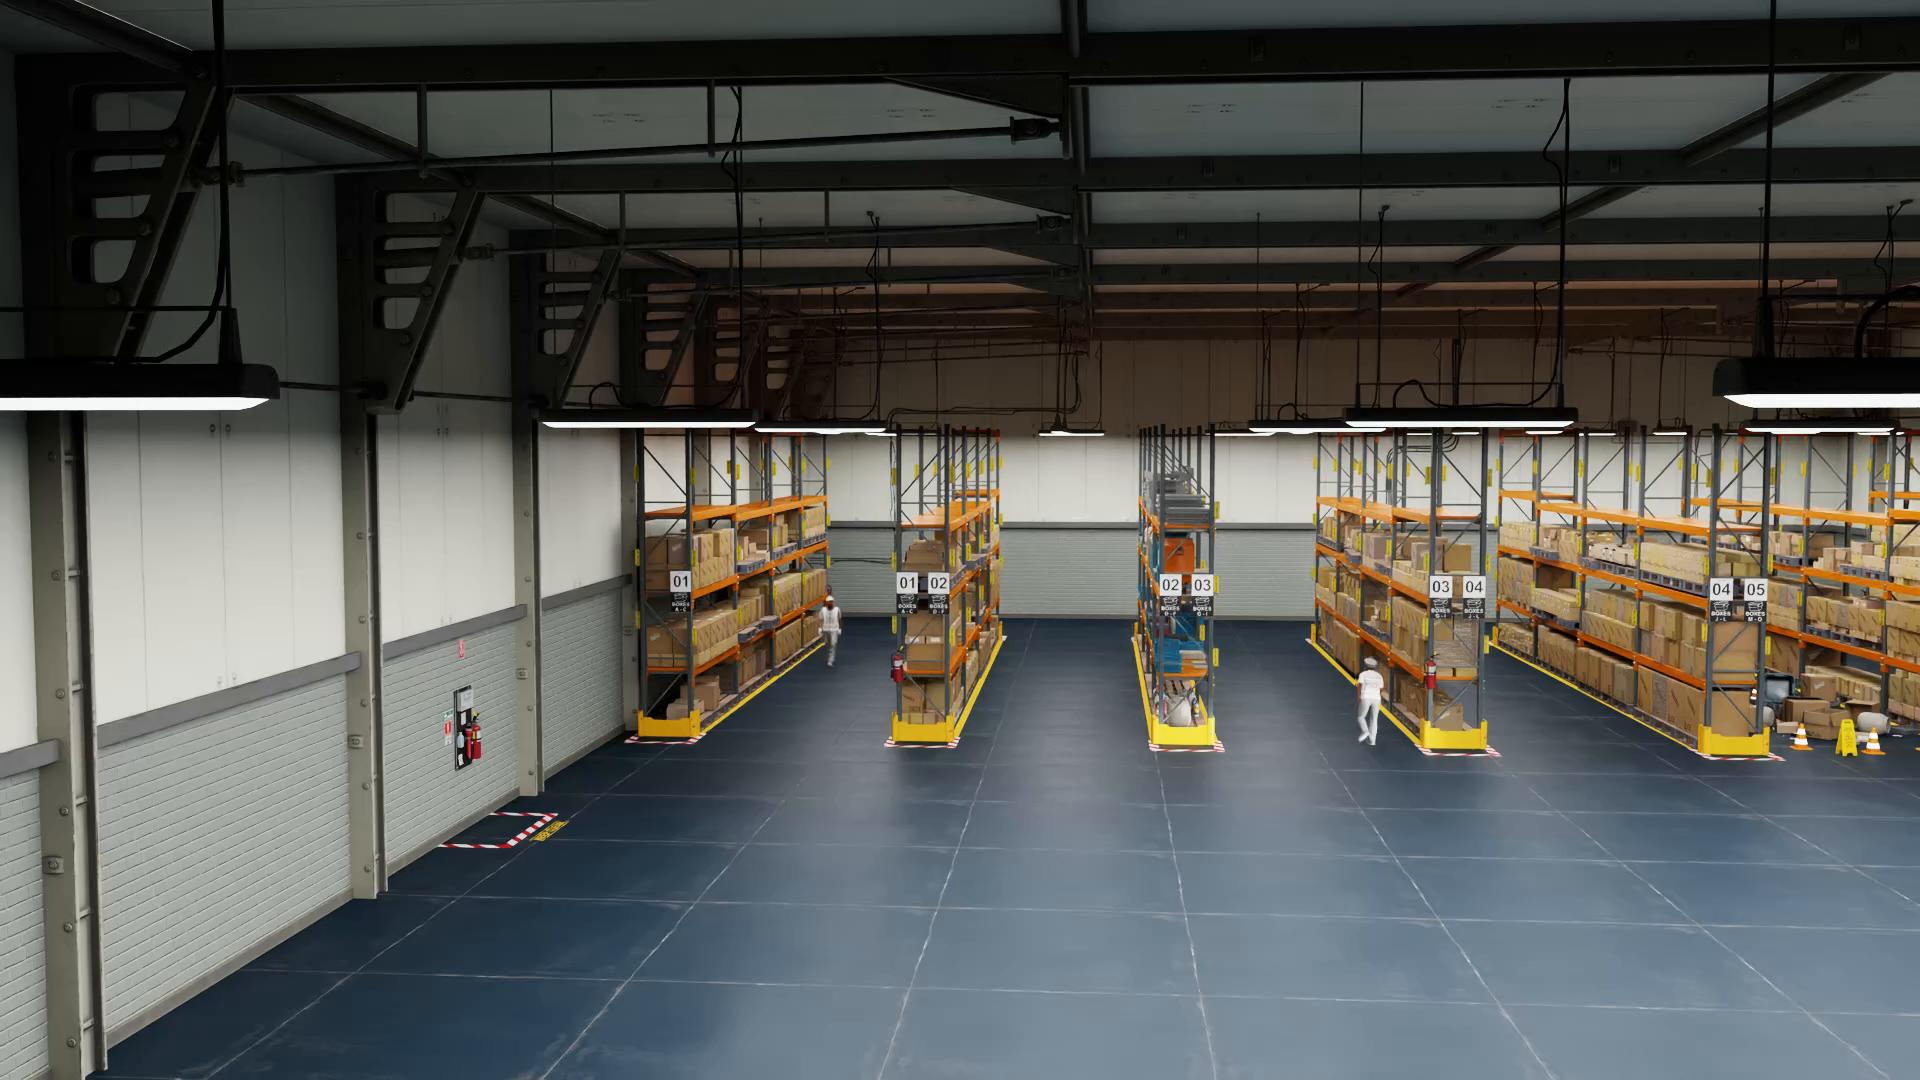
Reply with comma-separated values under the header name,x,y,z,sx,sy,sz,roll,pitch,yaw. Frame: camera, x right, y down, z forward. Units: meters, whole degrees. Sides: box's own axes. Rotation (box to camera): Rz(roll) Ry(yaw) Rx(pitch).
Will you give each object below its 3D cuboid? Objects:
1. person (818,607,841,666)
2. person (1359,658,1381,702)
name,x,y,z,sx,sy,sz,roll,pitch,yaw
person,-3.294,2.416,41.994,0.499,1.455,1.069,0,4,8
person,7.718,2.647,31.340,0.410,0.816,0.492,0,3,7
